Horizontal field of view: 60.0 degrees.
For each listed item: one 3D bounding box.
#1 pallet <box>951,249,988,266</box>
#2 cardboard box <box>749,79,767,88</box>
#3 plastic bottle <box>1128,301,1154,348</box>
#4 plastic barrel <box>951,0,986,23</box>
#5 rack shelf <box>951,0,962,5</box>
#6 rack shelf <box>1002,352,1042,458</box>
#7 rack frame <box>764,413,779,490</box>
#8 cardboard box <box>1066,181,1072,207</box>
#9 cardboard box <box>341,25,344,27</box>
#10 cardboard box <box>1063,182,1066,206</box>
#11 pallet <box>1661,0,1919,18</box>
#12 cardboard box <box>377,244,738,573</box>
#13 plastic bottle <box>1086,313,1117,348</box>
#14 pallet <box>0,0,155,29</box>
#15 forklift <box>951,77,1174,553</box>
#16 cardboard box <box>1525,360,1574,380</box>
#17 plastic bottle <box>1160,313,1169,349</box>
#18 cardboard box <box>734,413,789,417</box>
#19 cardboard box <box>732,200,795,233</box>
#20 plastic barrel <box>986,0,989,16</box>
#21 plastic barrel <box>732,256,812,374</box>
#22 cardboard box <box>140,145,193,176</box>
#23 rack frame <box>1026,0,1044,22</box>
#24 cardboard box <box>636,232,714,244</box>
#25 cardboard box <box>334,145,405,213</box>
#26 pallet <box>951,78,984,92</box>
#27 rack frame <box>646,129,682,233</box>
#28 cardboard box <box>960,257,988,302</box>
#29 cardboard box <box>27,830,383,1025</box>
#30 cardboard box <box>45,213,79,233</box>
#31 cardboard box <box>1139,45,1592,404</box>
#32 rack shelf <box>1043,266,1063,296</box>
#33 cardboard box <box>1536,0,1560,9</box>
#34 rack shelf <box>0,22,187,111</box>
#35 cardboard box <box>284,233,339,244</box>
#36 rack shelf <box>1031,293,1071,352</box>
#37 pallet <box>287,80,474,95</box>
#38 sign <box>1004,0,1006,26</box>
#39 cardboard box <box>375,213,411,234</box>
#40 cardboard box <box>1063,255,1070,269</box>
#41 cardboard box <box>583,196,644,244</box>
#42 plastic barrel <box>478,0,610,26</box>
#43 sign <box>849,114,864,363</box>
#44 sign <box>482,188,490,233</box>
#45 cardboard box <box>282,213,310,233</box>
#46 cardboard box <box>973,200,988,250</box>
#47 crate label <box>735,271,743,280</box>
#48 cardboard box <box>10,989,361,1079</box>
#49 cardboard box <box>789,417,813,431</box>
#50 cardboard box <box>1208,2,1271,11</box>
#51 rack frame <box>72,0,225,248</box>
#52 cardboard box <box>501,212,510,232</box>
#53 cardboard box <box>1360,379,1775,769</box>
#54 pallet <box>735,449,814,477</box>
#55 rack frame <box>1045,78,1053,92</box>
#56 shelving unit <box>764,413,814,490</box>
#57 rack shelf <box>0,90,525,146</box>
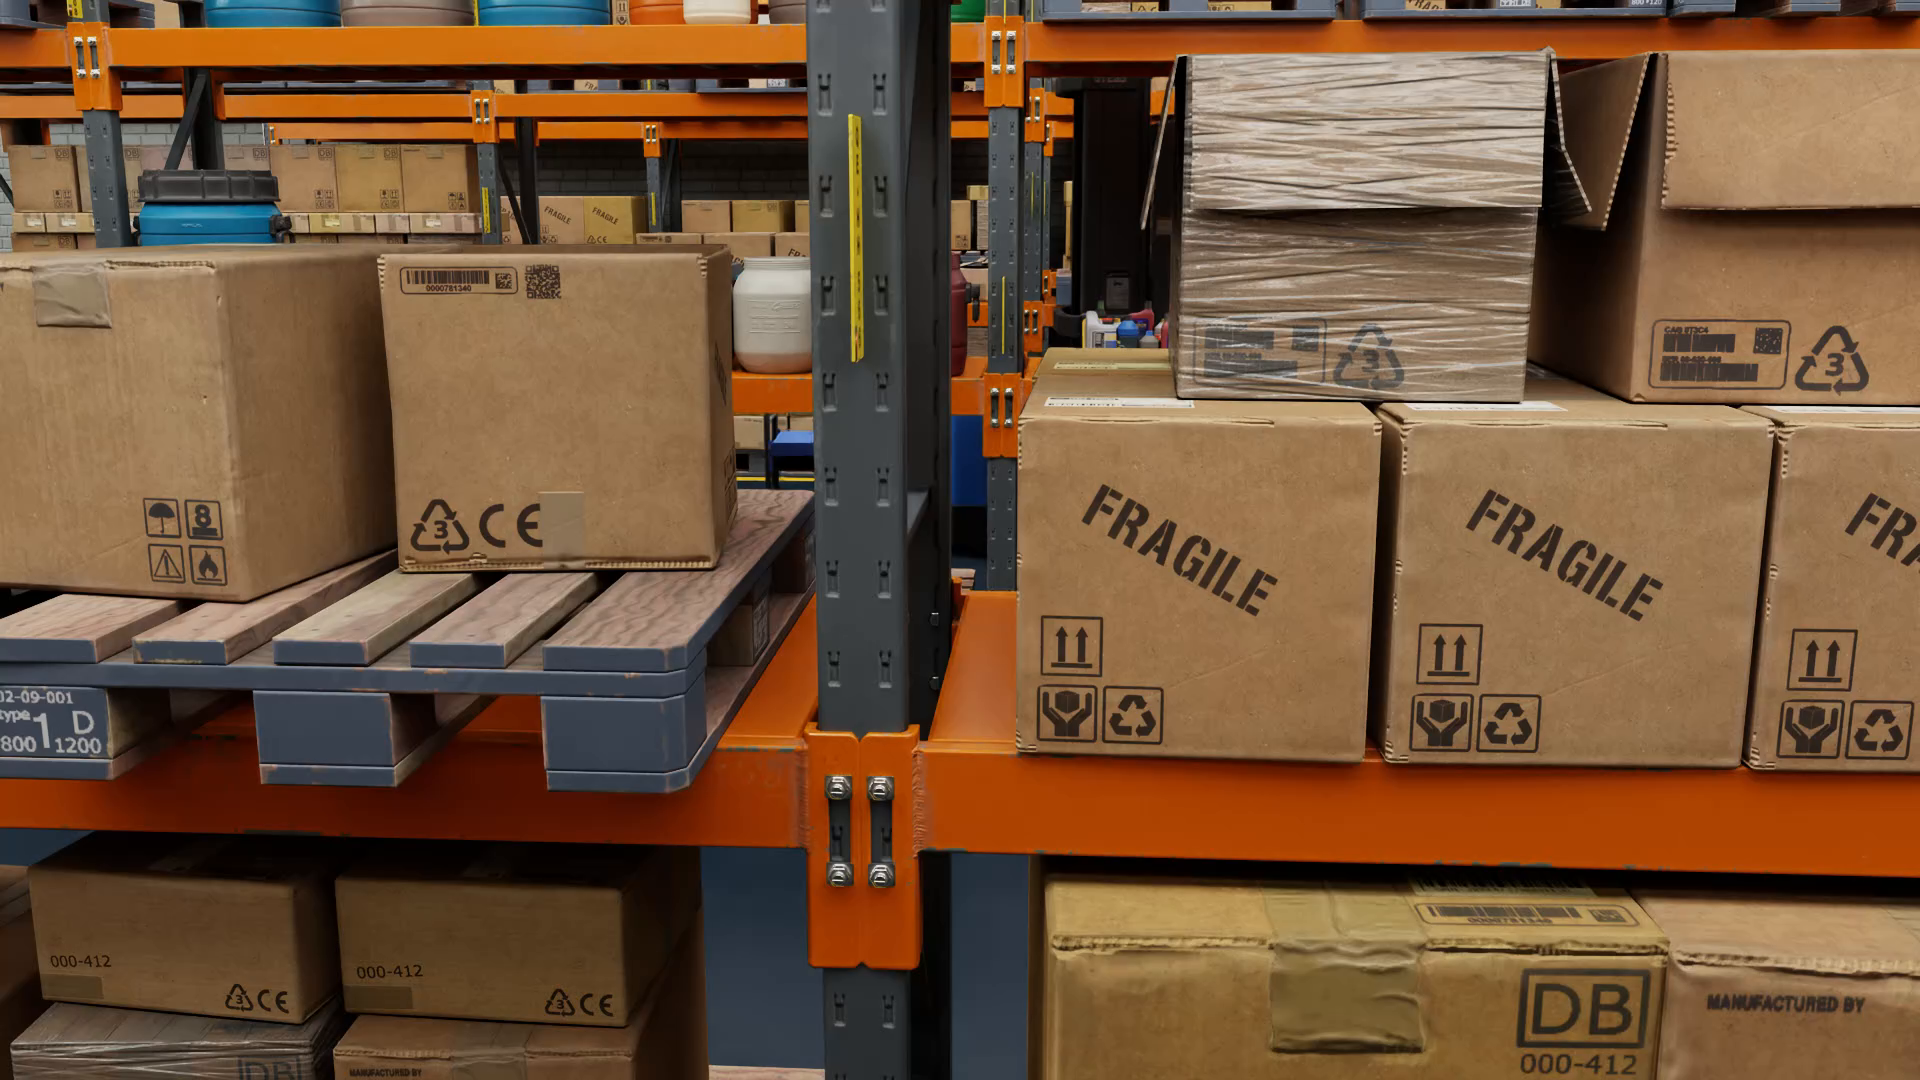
[{"bbox_3d":[0.162,-2.921,17.373,1.003,0.211,1.213,1,12,4],"label":"pallet"},{"bbox_3d":[-1.957,-4.679,17.177,0.500,0.311,0.500,1,12,6],"label":"cardboard box"},{"bbox_3d":[0.880,-1.024,8.122,0.133,0.283,0.061,1,12,4],"label":"plastic bottle"},{"bbox_3d":[-0.032,-2.388,7.410,0.294,0.245,0.294,0,12,0],"label":"plastic barrel"},{"bbox_3d":[1.882,-1.080,2.534,4.000,0.370,1.077,1,12,4],"label":"rack shelf"},{"bbox_3d":[2.213,-0.623,7.678,4.000,0.370,1.077,1,12,4],"label":"rack shelf"},{"bbox_3d":[-1.145,-0.726,10.076,0.032,1.500,0.500,0,12,0],"label":"rack frame"},{"bbox_3d":[1.344,-3.539,17.008,0.500,0.250,0.500,1,12,5],"label":"cardboard box"},{"bbox_3d":[-4.462,-3.836,12.805,0.500,0.311,0.500,0,12,1],"label":"cardboard box"},{"bbox_3d":[1.350,-3.645,17.515,0.500,0.250,0.500,1,12,5],"label":"cardboard box"},{"bbox_3d":[3.420,-2.314,7.142,1.003,0.211,1.213,1,12,4],"label":"pallet"},{"bbox_3d":[-0.655,-0.245,2.841,0.500,0.500,0.500,-1,12,-3],"label":"cardboard box"},{"bbox_3d":[0.628,-0.870,7.404,0.135,0.276,0.152,1,12,4],"label":"plastic bottle"},{"bbox_3d":[-4.500,-2.423,7.661,1.003,0.211,1.213,1,12,4],"label":"pallet"},{"bbox_3d":[1.402,-1.437,9.979,3.031,2.935,1.130,0,12,0],"label":"forklift"},{"bbox_3d":[0.893,-0.076,3.059,0.500,0.500,0.500,1,12,3],"label":"cardboard box"},{"bbox_3d":[0.953,-0.860,7.337,0.133,0.283,0.061,1,12,4],"label":"plastic bottle"},{"bbox_3d":[-1.509,-1.126,12.646,0.500,0.311,0.500,1,12,5],"label":"cardboard box"},{"bbox_3d":[-2.049,-3.323,17.507,0.500,0.500,0.700,2,12,10],"label":"cardboard box"},{"bbox_3d":[-0.072,-2.592,7.736,0.421,0.512,0.421,0,12,0],"label":"plastic barrel"},{"bbox_3d":[-0.823,-1.028,7.582,0.421,0.512,0.421,0,12,0],"label":"plastic barrel"},{"bbox_3d":[-5.884,-2.785,12.845,0.500,0.500,0.700,1,12,4],"label":"cardboard box"},{"bbox_3d":[0.552,-4.951,11.958,0.127,3.000,1.000,1,12,4],"label":"rack frame"},{"bbox_3d":[-2.148,-2.097,12.723,0.500,0.500,0.500,2,12,8],"label":"cardboard box"},{"bbox_3d":[-4.386,-2.765,12.746,0.500,0.500,0.700,1,12,4],"label":"cardboard box"},{"bbox_3d":[-0.131,-3.381,12.242,1.003,0.211,1.213,1,12,6],"label":"pallet"},{"bbox_3d":[-3.111,-3.081,17.672,0.127,3.000,1.000,1,12,4],"label":"rack frame"},{"bbox_3d":[0.192,-1.985,12.648,0.500,0.311,0.500,2,12,7],"label":"cardboard box"},{"bbox_3d":[-1.314,0.642,3.071,0.500,0.250,0.500,2,12,10],"label":"cardboard box"},{"bbox_3d":[-6.789,-2.438,12.769,0.250,0.149,0.380,0,12,2],"label":"cardboard box"},{"bbox_3d":[0.615,-0.517,2.721,0.637,0.503,0.797,1,12,6],"label":"cardboard box"},{"bbox_3d":[2.875,-2.647,17.354,4.000,0.370,1.077,1,12,4],"label":"rack shelf"},{"bbox_3d":[4.046,-3.753,12.045,0.600,0.600,0.600,0,12,-2],"label":"cardboard box"},{"bbox_3d":[-5.769,-2.201,7.894,4.000,0.370,1.077,1,12,4],"label":"rack shelf"},{"bbox_3d":[-4.909,-2.137,12.912,0.500,0.500,0.700,1,12,5],"label":"cardboard box"},{"bbox_3d":[2.548,-1.635,12.515,4.000,0.370,1.077,1,12,4],"label":"rack shelf"},{"bbox_3d":[-4.291,-3.500,12.567,1.213,0.211,1.003,1,12,4],"label":"pallet"},{"bbox_3d":[0.188,-2.307,6.901,0.005,0.325,0.100,1,12,4],"label":"sign"},{"bbox_3d":[-4.232,-2.403,12.599,0.250,0.149,0.380,0,12,2],"label":"cardboard box"},{"bbox_3d":[1.193,-2.862,17.187,0.250,0.149,0.380,1,12,3],"label":"cardboard box"},{"bbox_3d":[-3.604,-3.328,17.338,0.500,0.500,0.500,1,12,4],"label":"cardboard box"},{"bbox_3d":[-1.946,-2.790,7.732,0.708,0.901,0.600,1,12,4],"label":"plastic barrel"},{"bbox_3d":[-0.140,-0.408,2.257,0.005,0.325,0.100,1,12,4],"label":"sign"},{"bbox_3d":[-3.474,-2.418,12.195,0.005,0.325,0.100,1,12,4],"label":"sign"},{"bbox_3d":[-4.991,-2.413,12.651,0.250,0.149,0.380,1,12,5],"label":"cardboard box"},{"bbox_3d":[0.410,-3.295,17.376,0.500,0.500,0.700,-1,12,-3],"label":"cardboard box"},{"bbox_3d":[-0.756,-1.089,8.061,0.616,0.435,0.502,1,12,4],"label":"crate label"},{"bbox_3d":[-1.337,1.007,3.157,0.500,0.500,0.700,0,12,-1],"label":"cardboard box"},{"bbox_3d":[-1.005,-0.845,12.673,0.500,0.250,0.500,1,12,5],"label":"cardboard box"},{"bbox_3d":[2.005,-4.000,12.051,0.500,0.500,0.500,1,12,4],"label":"cardboard box"},{"bbox_3d":[-3.773,-1.057,7.997,0.127,3.000,1.000,1,12,4],"label":"rack frame"},{"bbox_3d":[-3.694,-2.479,12.964,0.250,0.149,0.380,1,12,4],"label":"cardboard box"},{"bbox_3d":[0.868,0.029,2.559,0.500,0.500,0.500,0,12,2],"label":"cardboard box"},{"bbox_3d":[-1.480,-0.686,13.032,1.213,0.211,1.003,1,12,4],"label":"pallet"},{"bbox_3d":[0.880,-5.963,16.796,0.127,3.000,1.000,1,12,4],"label":"rack frame"},{"bbox_3d":[-0.637,-0.727,10.080,1.048,1.500,0.538,0,12,0],"label":"shelving unit"},{"bbox_3d":[-5.434,-3.213,12.732,4.000,0.370,1.077,1,12,4],"label":"rack shelf"}]
